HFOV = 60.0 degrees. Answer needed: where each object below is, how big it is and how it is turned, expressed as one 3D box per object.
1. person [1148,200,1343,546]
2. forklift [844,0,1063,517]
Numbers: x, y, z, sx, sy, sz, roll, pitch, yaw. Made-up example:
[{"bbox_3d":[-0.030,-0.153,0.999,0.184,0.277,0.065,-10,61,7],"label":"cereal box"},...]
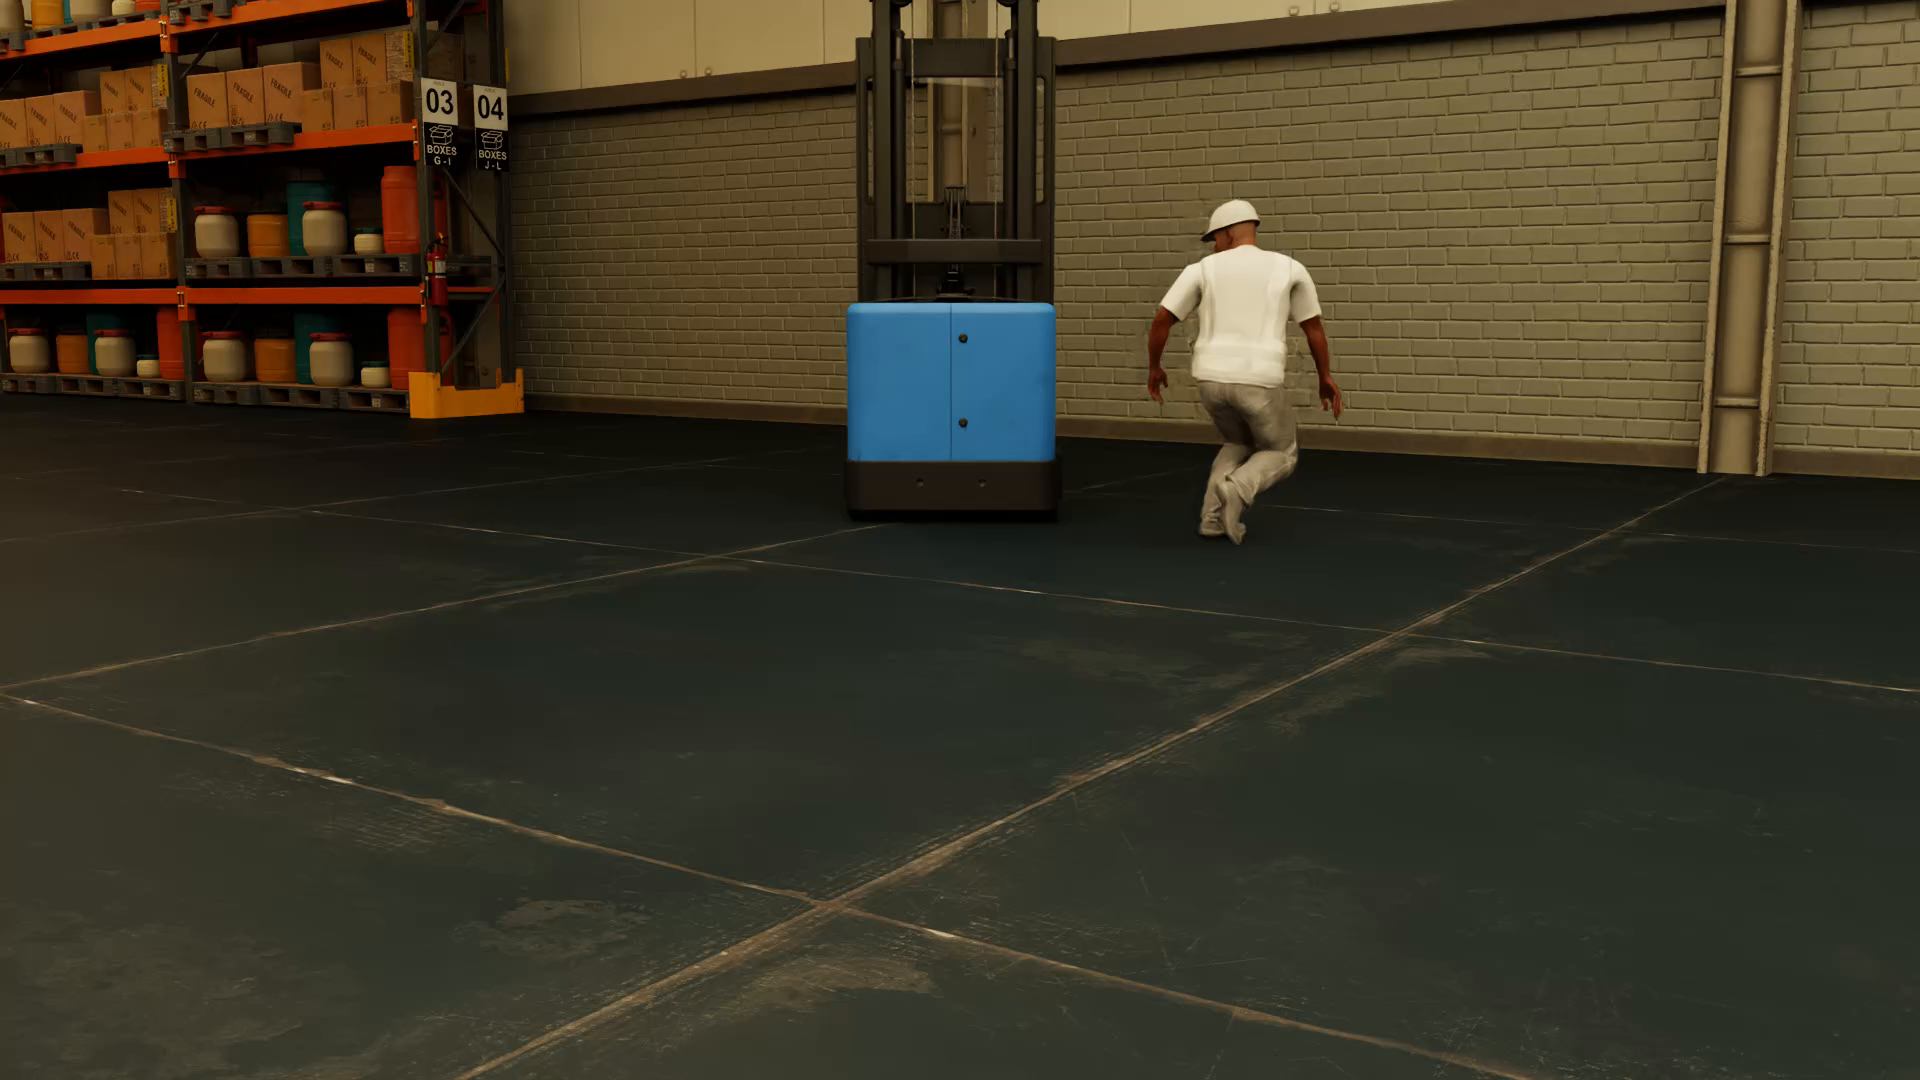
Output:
[{"bbox_3d":[1.269,-0.769,7.567,0.872,1.555,0.644,4,9,26],"label":"person"},{"bbox_3d":[-0.019,-1.737,9.410,1.130,2.935,3.031,0,8,1],"label":"forklift"}]
